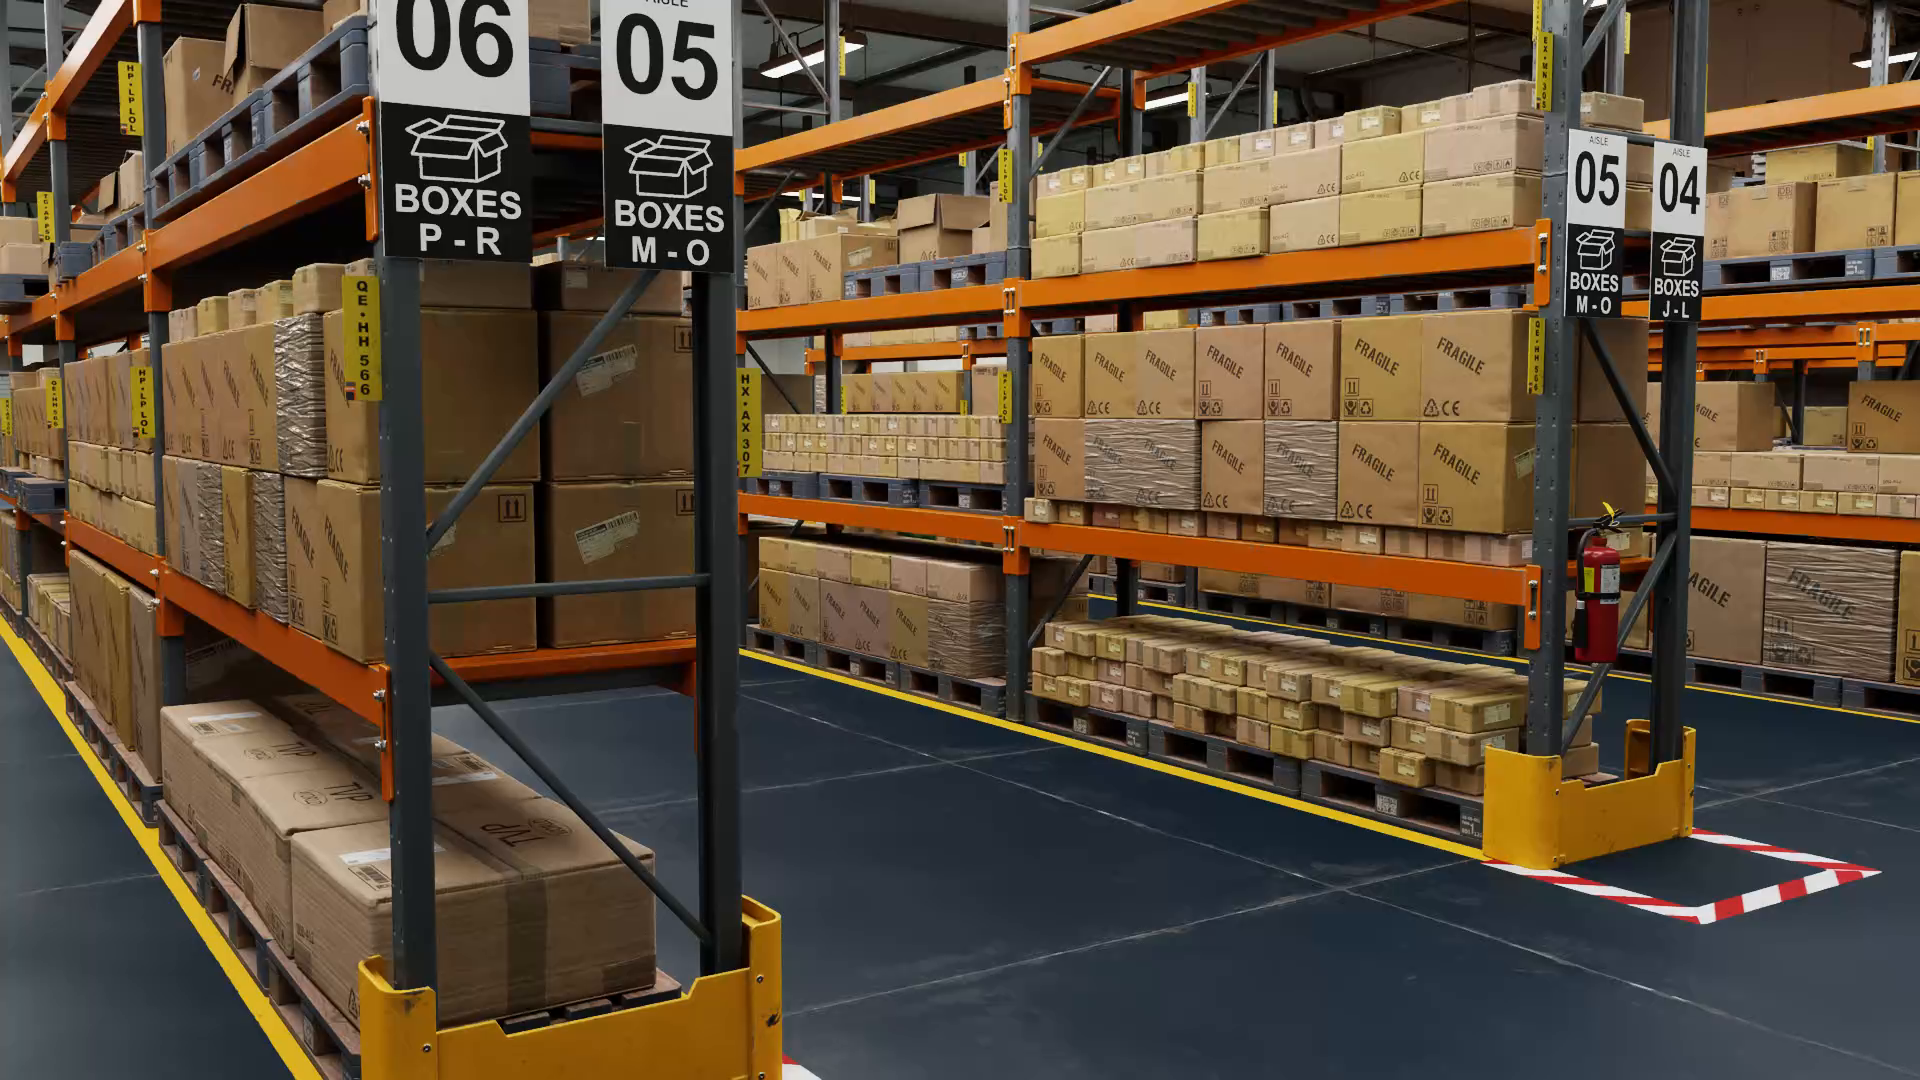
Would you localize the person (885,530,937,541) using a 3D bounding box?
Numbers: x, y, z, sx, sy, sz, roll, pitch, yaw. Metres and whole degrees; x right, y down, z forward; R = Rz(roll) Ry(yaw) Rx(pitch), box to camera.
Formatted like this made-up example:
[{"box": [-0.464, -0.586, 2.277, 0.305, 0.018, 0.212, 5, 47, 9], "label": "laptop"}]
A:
[{"box": [-0.444, -0.119, 15.562, 0.528, 1.794, 0.508, -3, 6, -35], "label": "person"}]
